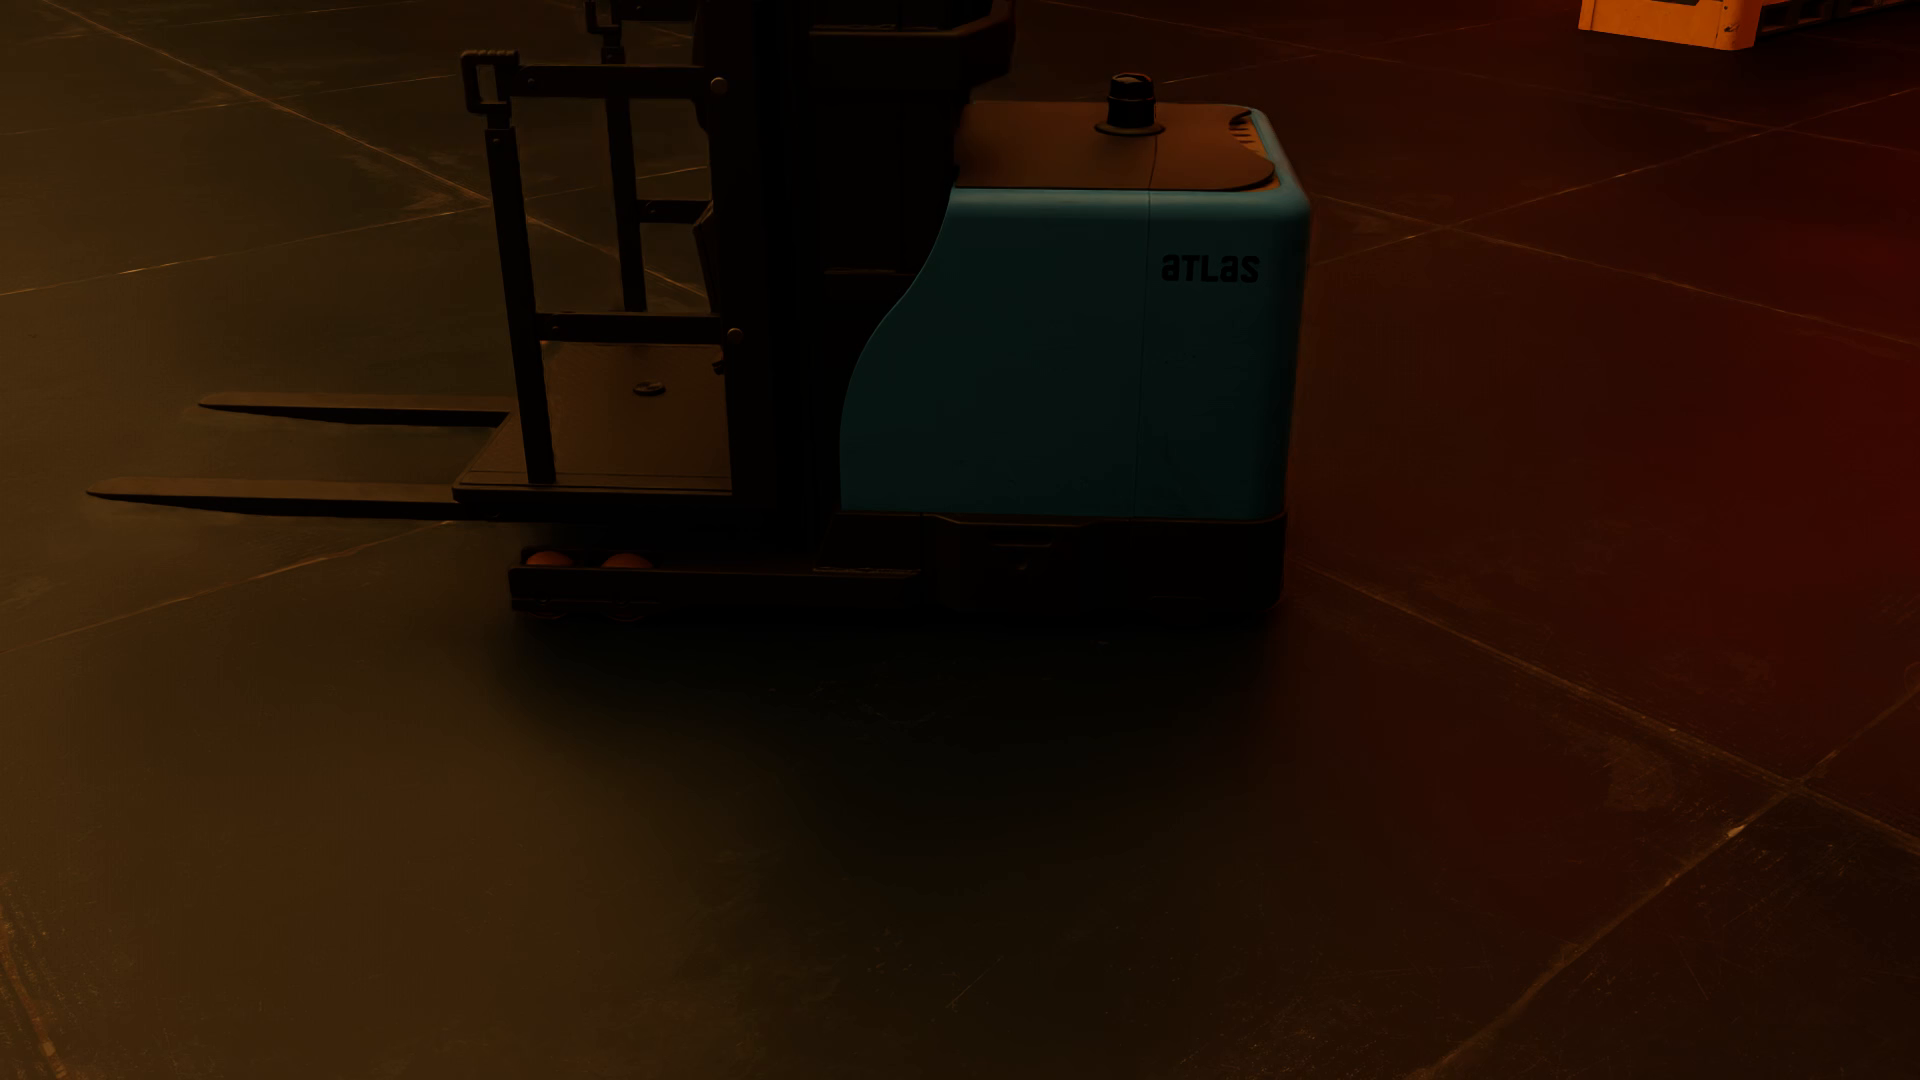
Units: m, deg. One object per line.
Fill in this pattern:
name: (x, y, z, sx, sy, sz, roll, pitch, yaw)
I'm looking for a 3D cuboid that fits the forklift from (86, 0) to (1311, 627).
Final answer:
forklift: (-0.703, -1.343, 3.911, 3.031, 2.935, 1.130, 2, 26, 3)
